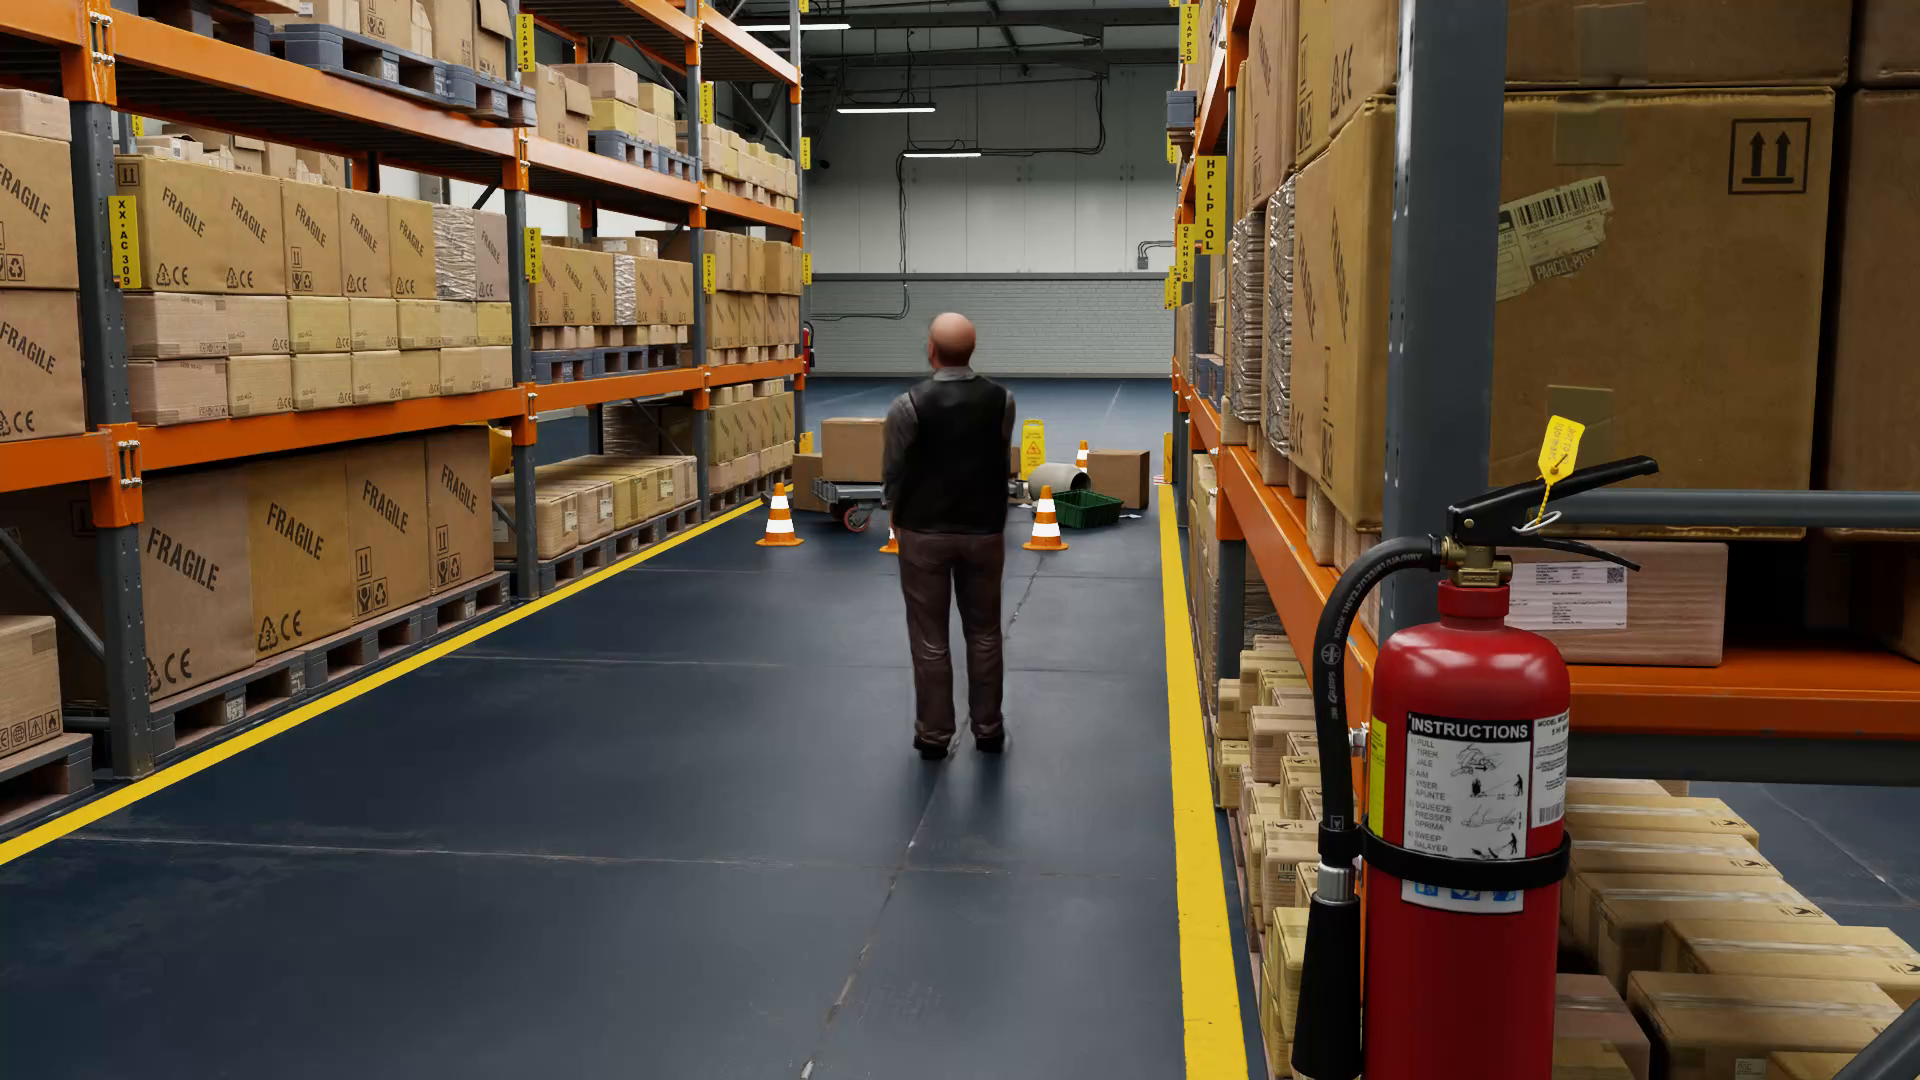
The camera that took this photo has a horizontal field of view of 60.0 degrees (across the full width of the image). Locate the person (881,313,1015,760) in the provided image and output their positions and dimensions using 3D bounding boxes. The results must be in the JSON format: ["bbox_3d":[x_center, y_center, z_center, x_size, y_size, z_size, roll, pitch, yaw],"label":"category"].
[{"bbox_3d":[-0.042,-0.017,6.496,0.556,1.726,0.522,-2,8,-18],"label":"person"}]
